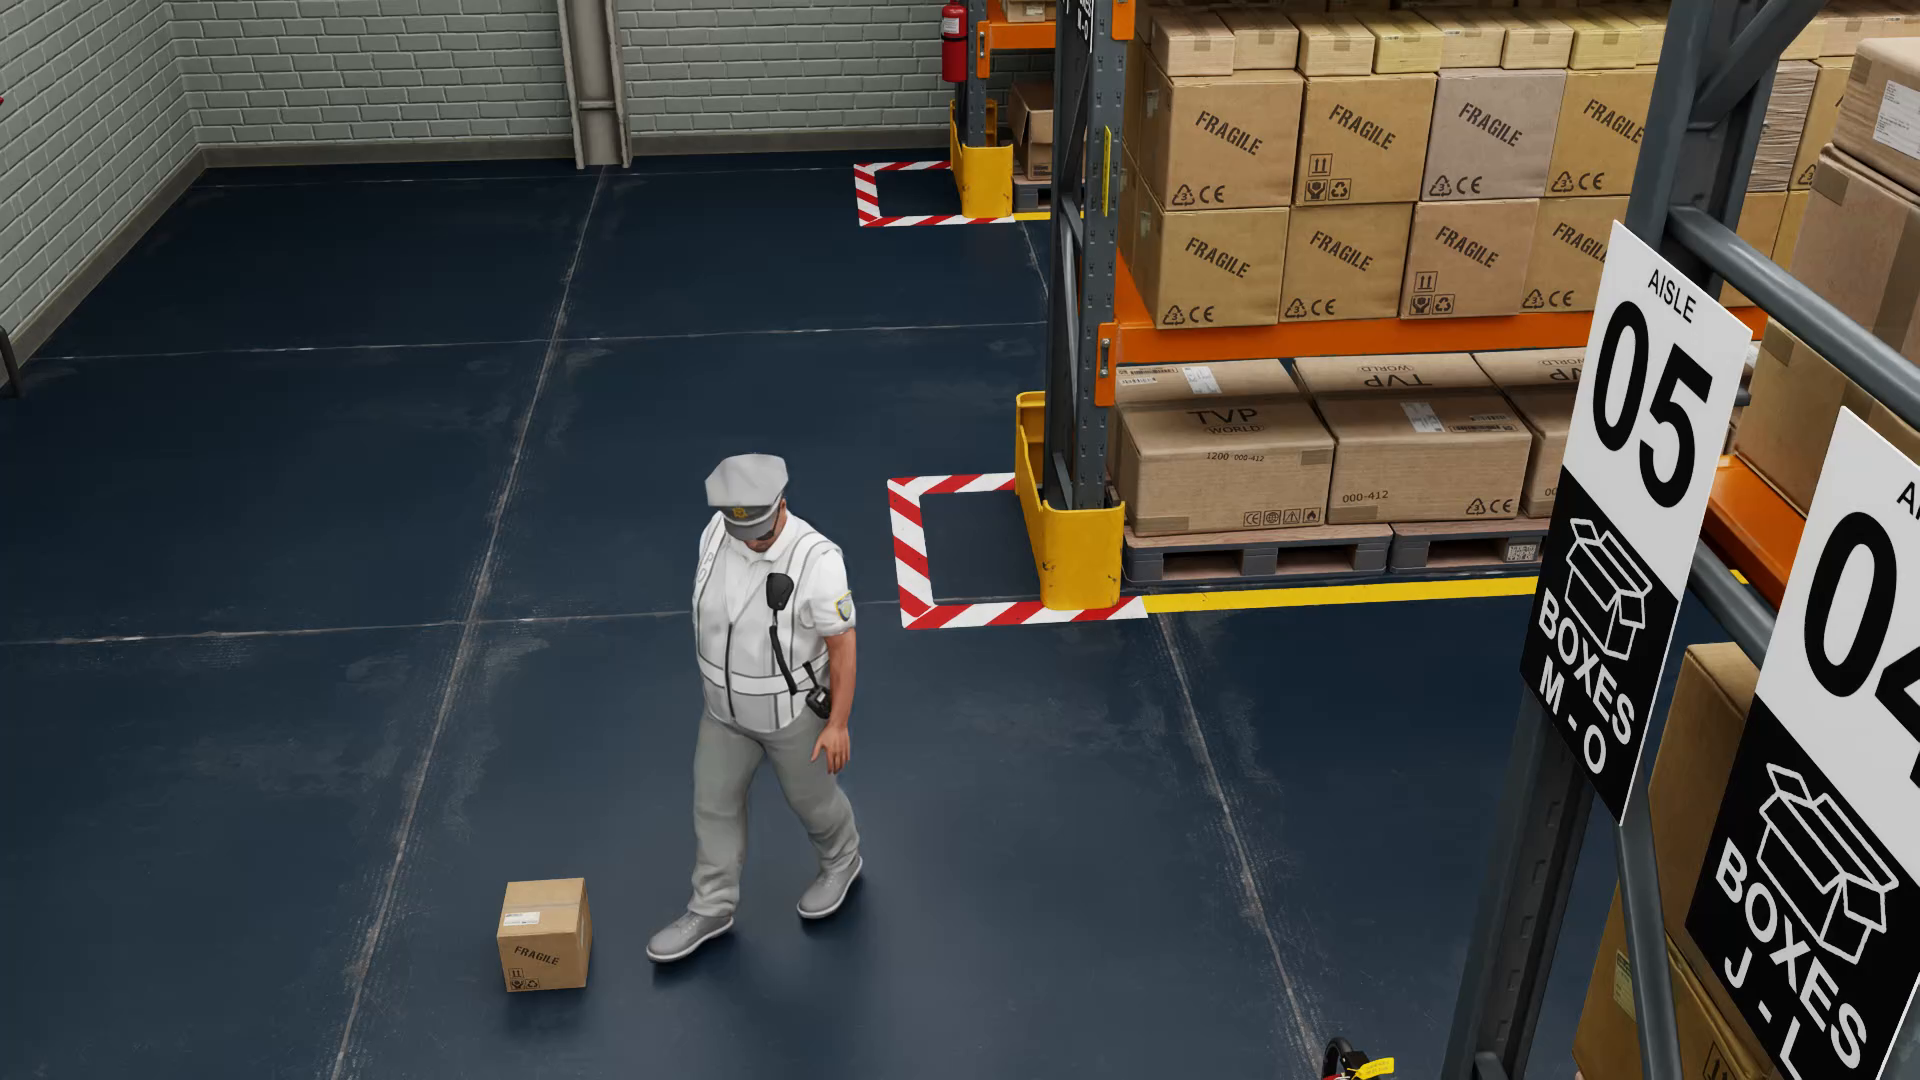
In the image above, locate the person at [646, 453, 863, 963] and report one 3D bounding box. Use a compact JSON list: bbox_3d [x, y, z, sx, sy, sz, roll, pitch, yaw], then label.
[{"bbox_3d":[-0.644,0.552,5.188,0.585,1.719,0.757,16,34,25],"label":"person"}]
